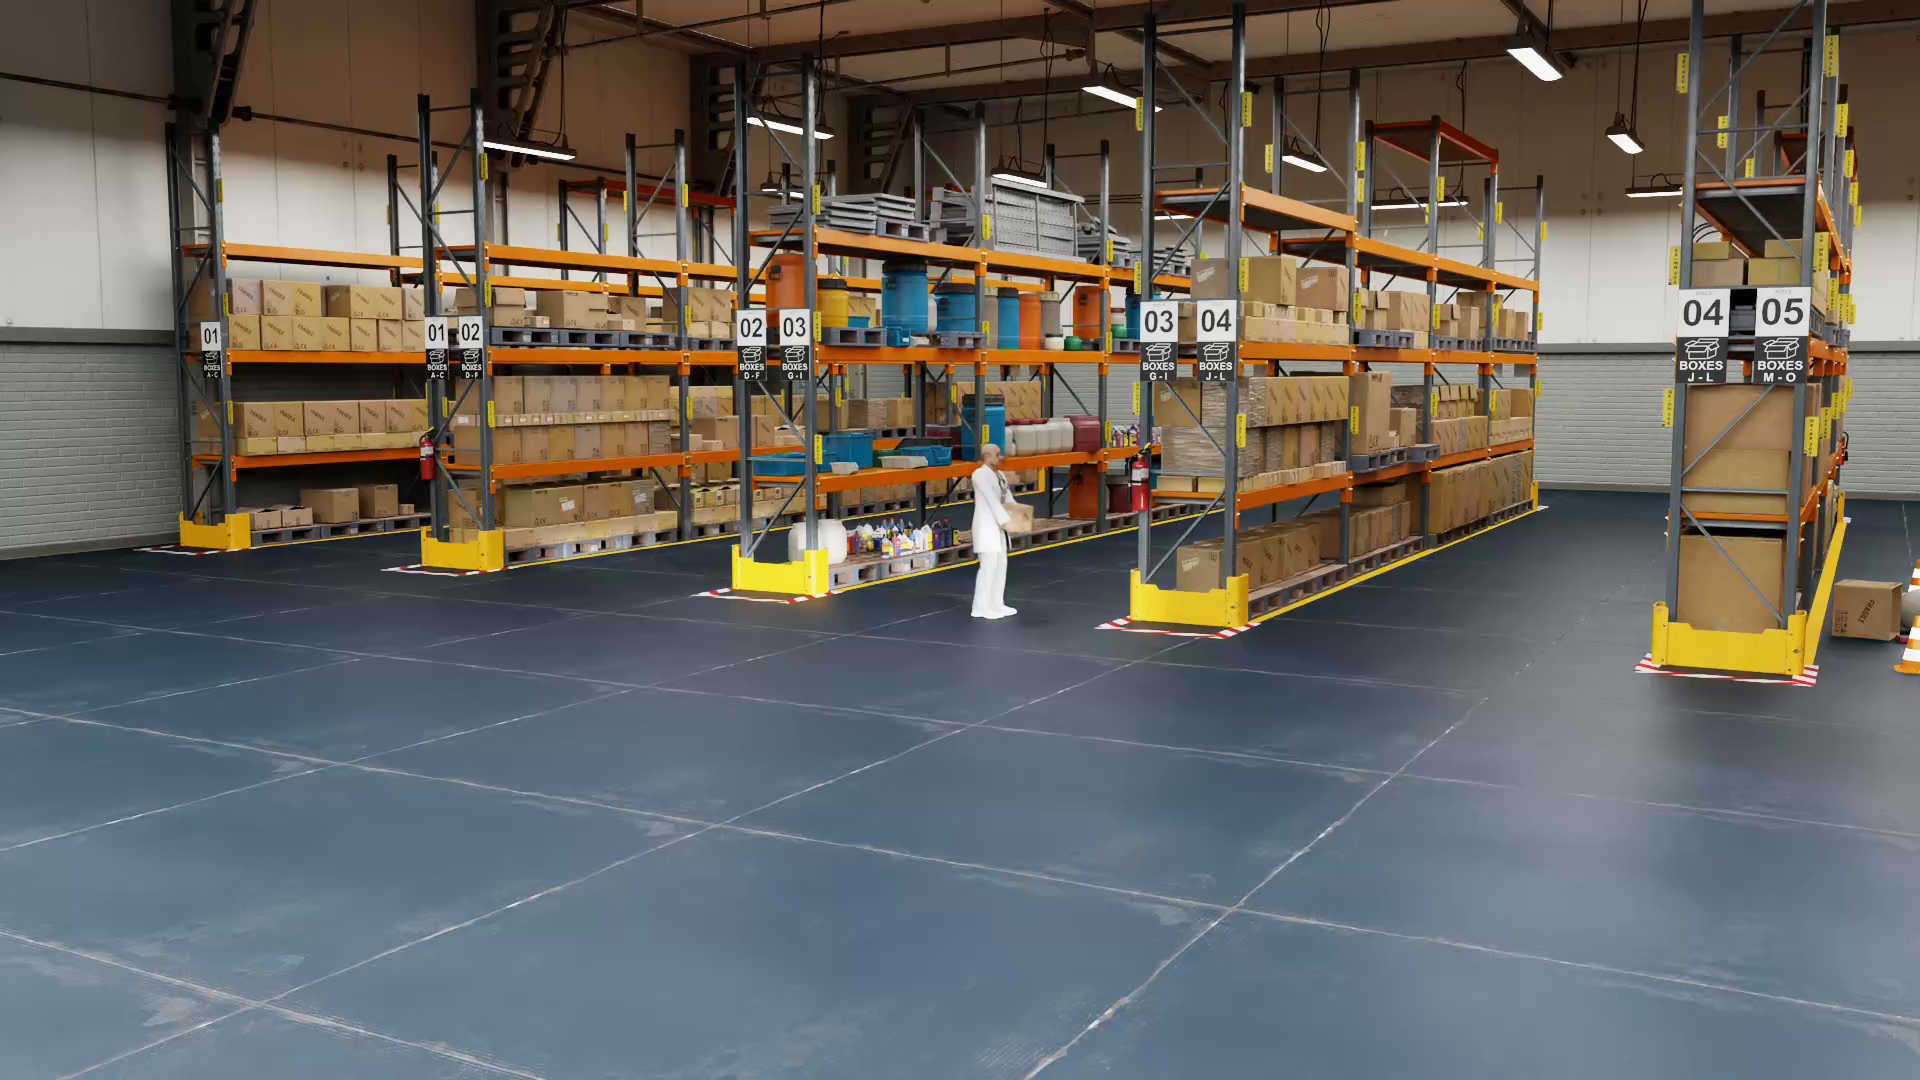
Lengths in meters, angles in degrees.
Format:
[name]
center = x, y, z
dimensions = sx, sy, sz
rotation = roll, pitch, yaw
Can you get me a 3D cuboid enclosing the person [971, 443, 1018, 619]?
[person]
center = 0.410, -0.096, 17.027
dimensions = 0.552, 1.780, 0.527
rotation = 3, 7, 28
